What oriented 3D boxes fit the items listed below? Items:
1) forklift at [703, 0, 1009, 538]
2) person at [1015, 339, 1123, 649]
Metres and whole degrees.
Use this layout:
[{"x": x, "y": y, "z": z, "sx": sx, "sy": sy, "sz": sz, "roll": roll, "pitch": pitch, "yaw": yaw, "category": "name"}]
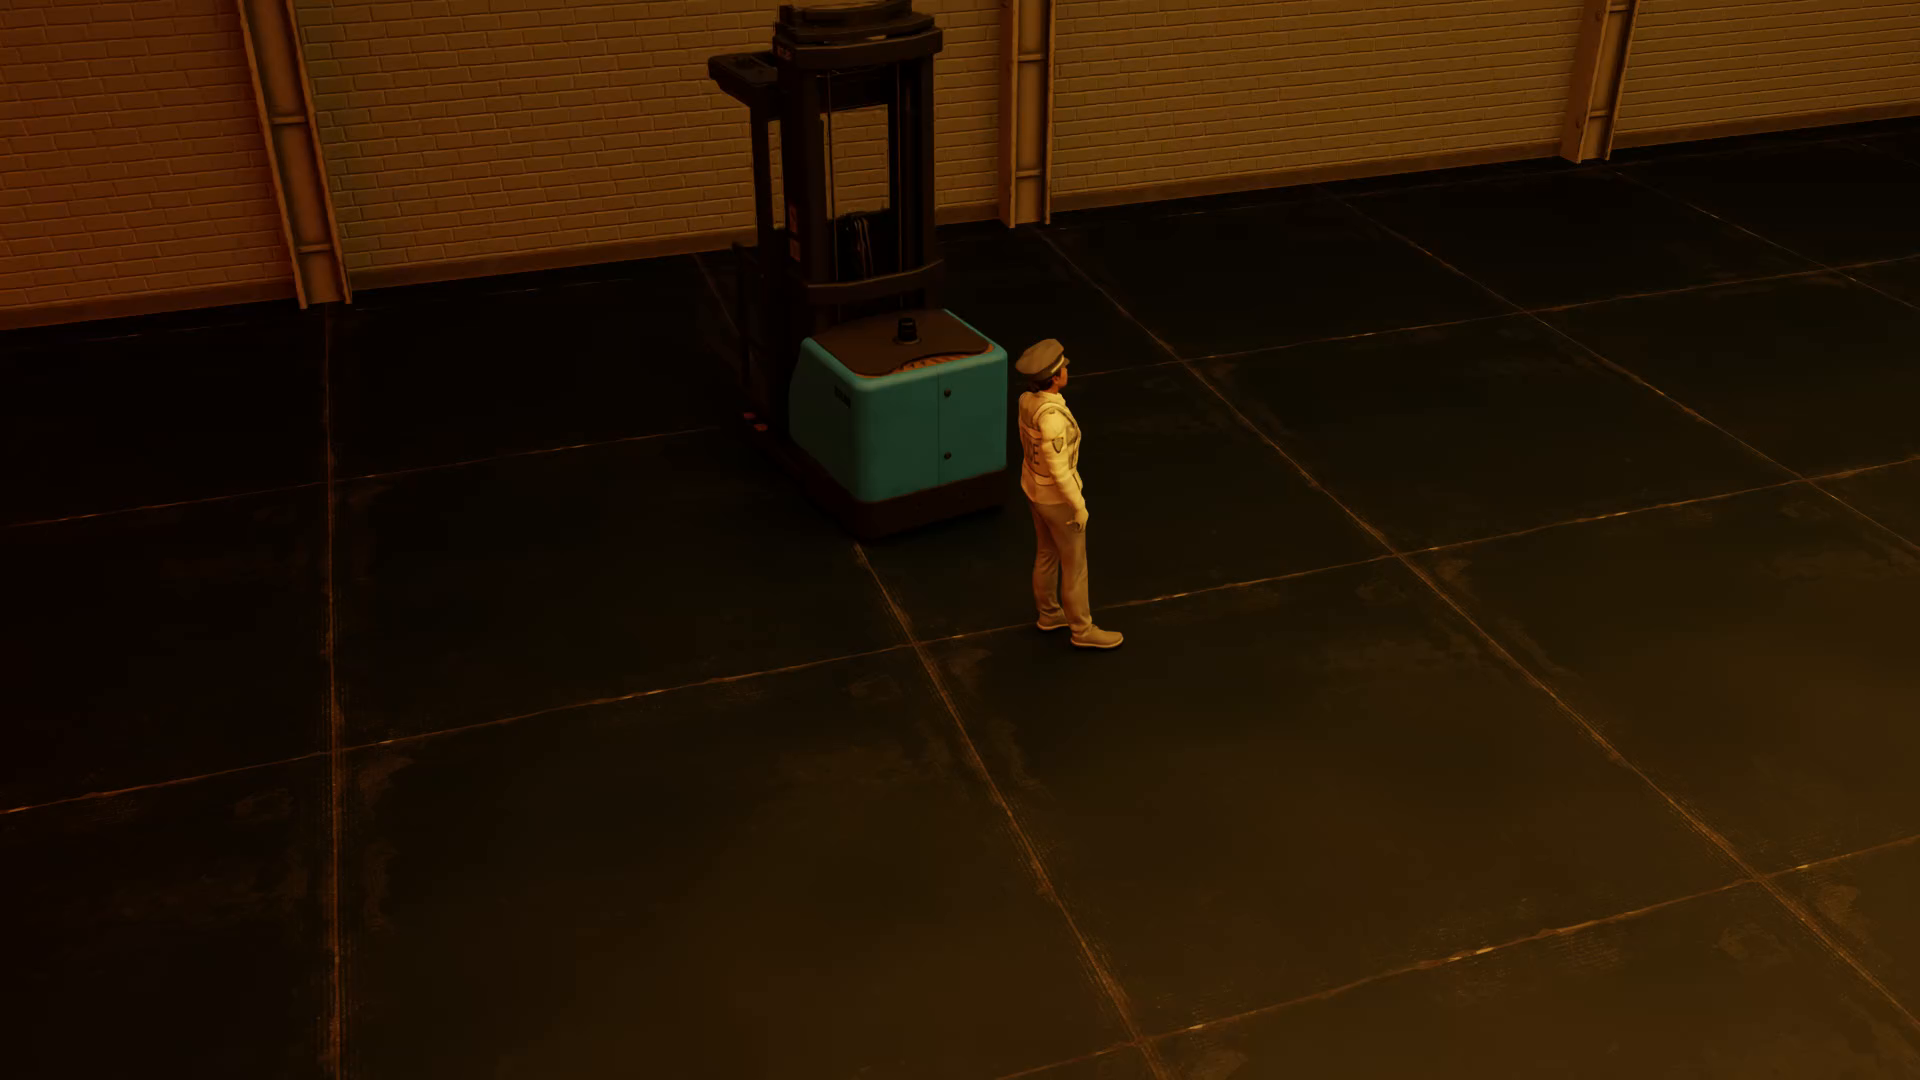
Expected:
[{"x": -0.856, "y": -1.984, "z": 10.536, "sx": 1.130, "sy": 2.935, "sz": 3.031, "roll": -16, "pitch": 33, "yaw": -25, "category": "forklift"}, {"x": 0.557, "y": -0.255, "z": 8.757, "sx": 0.531, "sy": 1.696, "sz": 0.590, "roll": -9, "pitch": 31, "yaw": -16, "category": "person"}]
